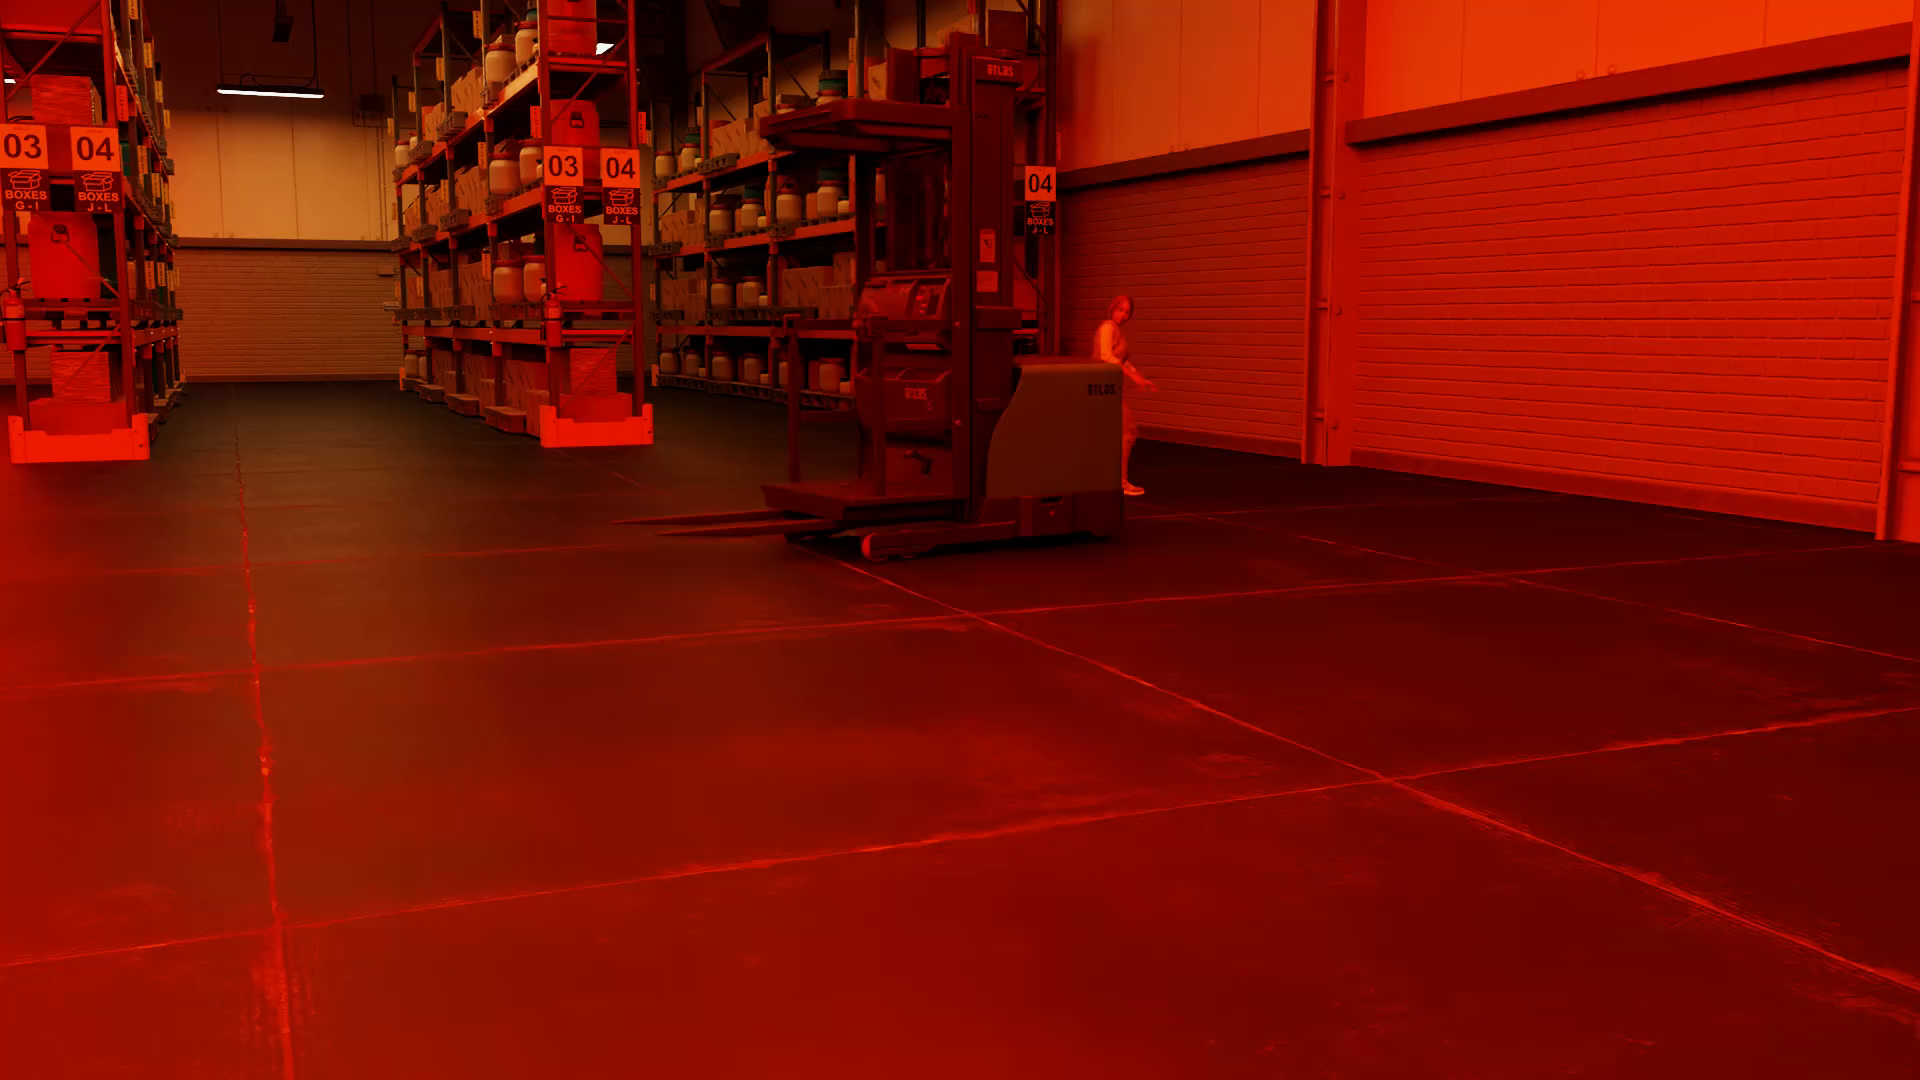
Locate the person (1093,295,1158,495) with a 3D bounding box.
[{"bbox_3d":[1.245,-1.095,12.759,0.570,1.549,0.657,0,8,4],"label":"person"}]

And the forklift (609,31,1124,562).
[{"bbox_3d":[-0.504,-1.407,9.615,3.031,2.935,1.130,-5,9,-34],"label":"forklift"}]
